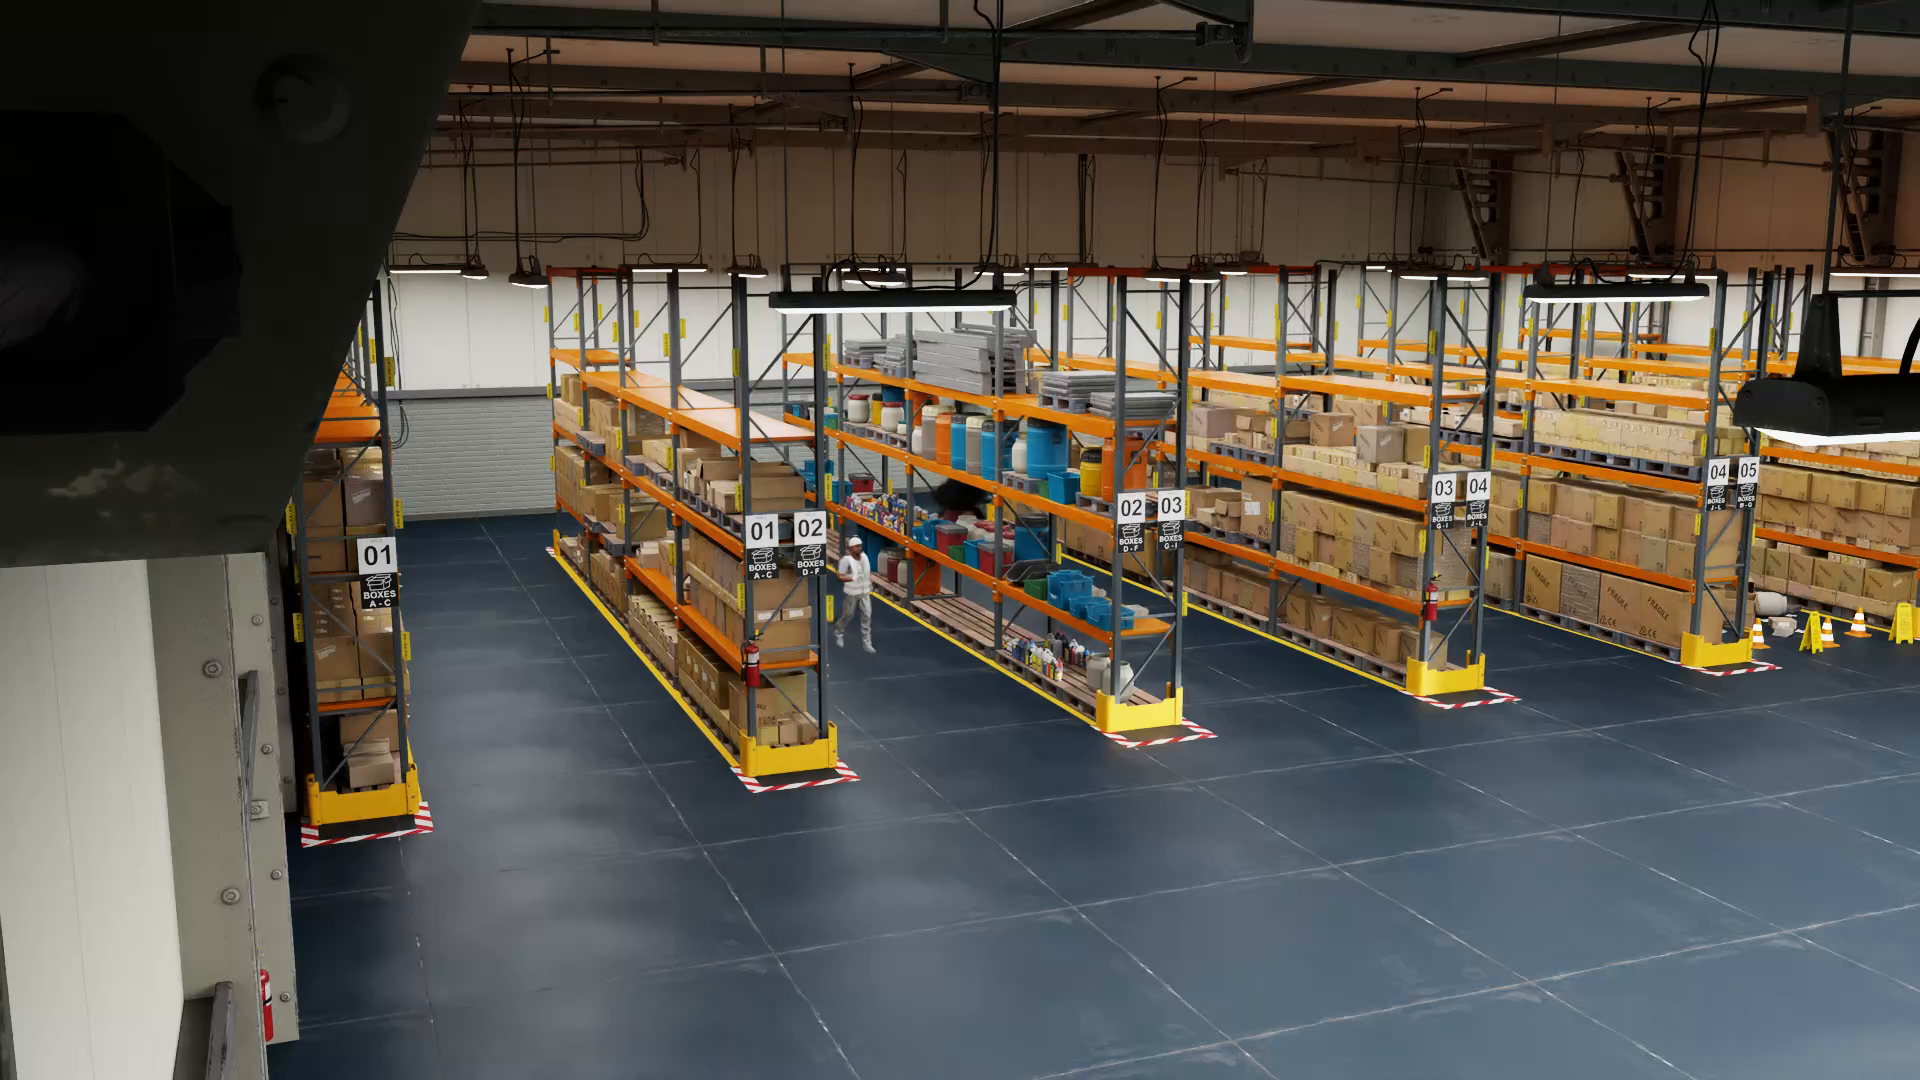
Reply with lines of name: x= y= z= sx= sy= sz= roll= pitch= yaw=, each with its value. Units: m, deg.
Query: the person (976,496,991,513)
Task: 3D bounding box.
person: x=0.761 y=-1.387 z=39.693 sx=0.742 sy=1.730 sz=0.727 roll=-1 pitch=10 yaw=-3

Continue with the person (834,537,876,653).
person: x=-1.631 y=0.839 z=25.866 sx=0.703 sy=1.791 sz=0.943 roll=-8 pitch=13 yaw=-39

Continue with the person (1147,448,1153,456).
person: x=4.387 y=-1.378 z=39.329 sx=0.660 sy=1.816 sz=0.946 roll=-3 pitch=10 yaw=-17
